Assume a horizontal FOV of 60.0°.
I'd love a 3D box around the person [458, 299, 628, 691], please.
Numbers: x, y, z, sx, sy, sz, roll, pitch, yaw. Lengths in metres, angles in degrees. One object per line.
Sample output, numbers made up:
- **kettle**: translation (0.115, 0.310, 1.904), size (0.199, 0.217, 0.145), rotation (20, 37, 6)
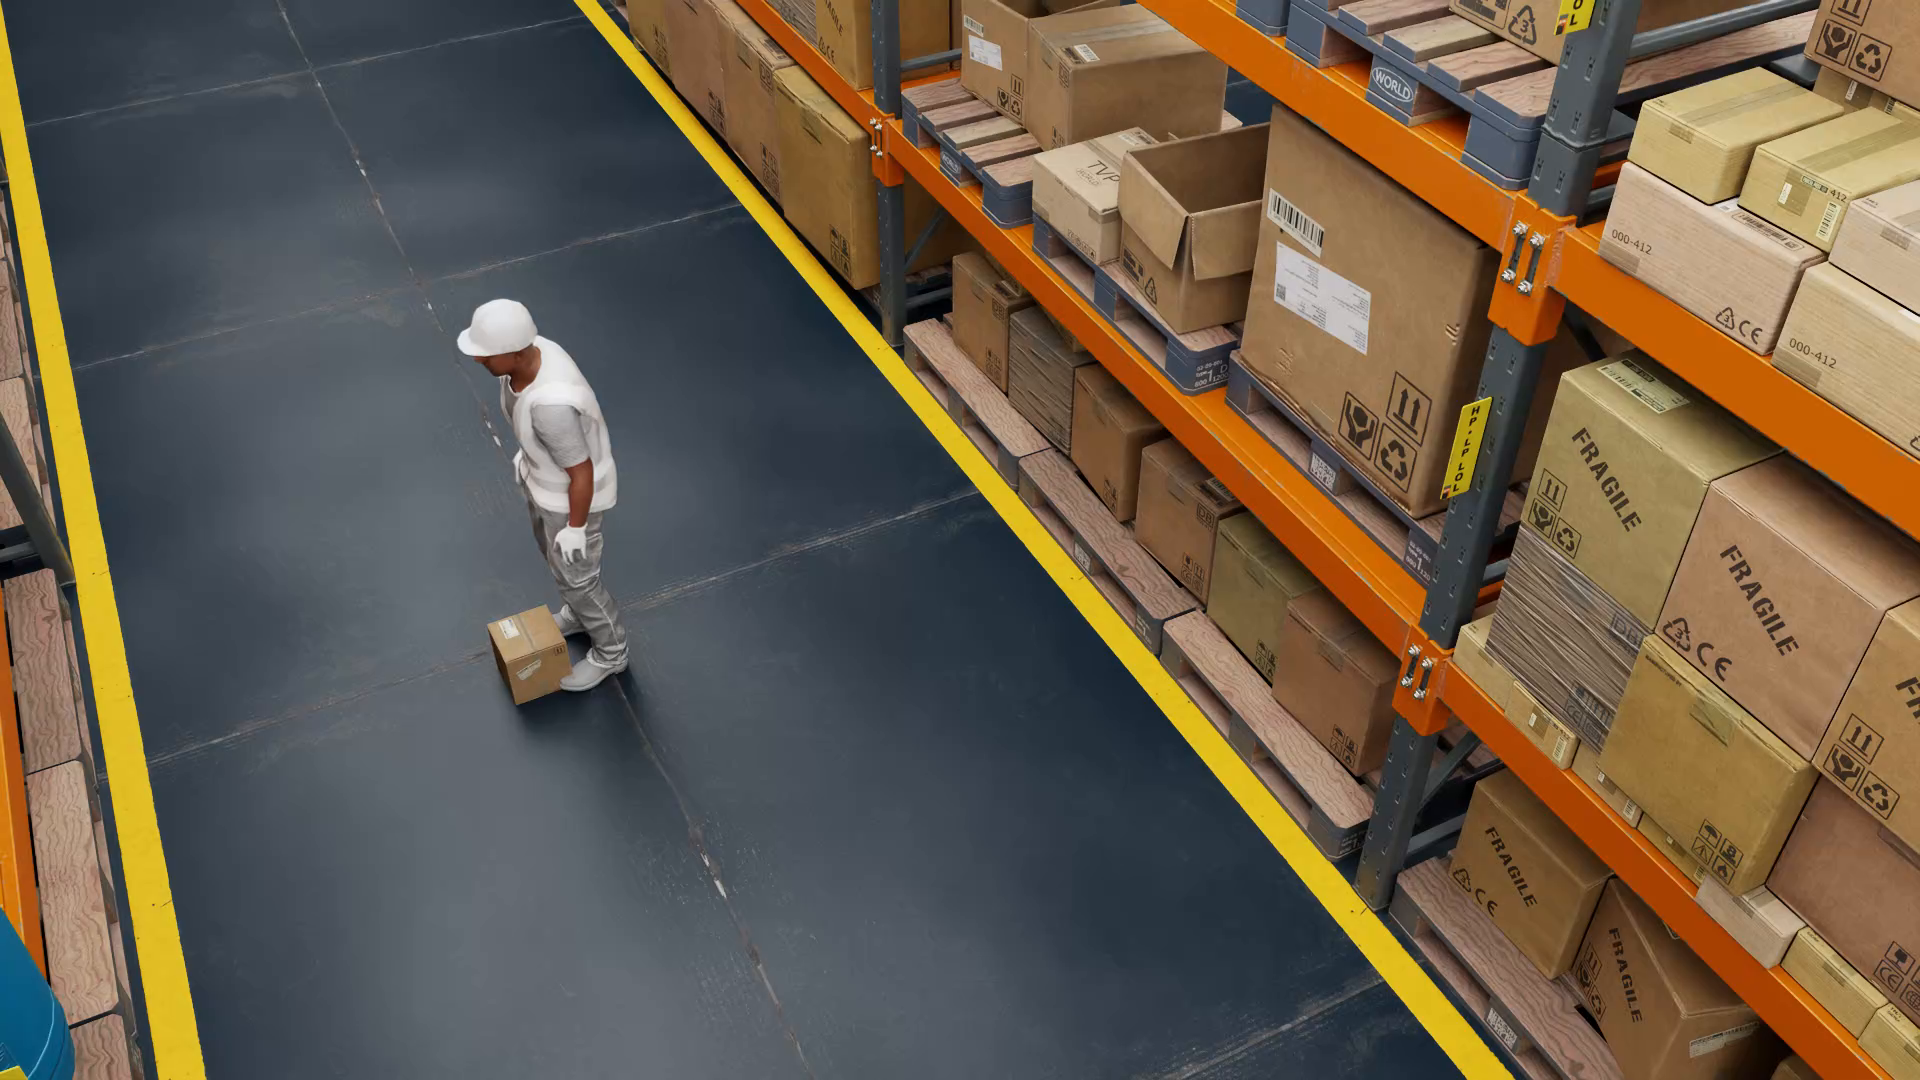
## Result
- **person**: translation (-1.552, -0.184, 6.362), size (0.453, 1.774, 0.622), rotation (-19, 44, -21)
